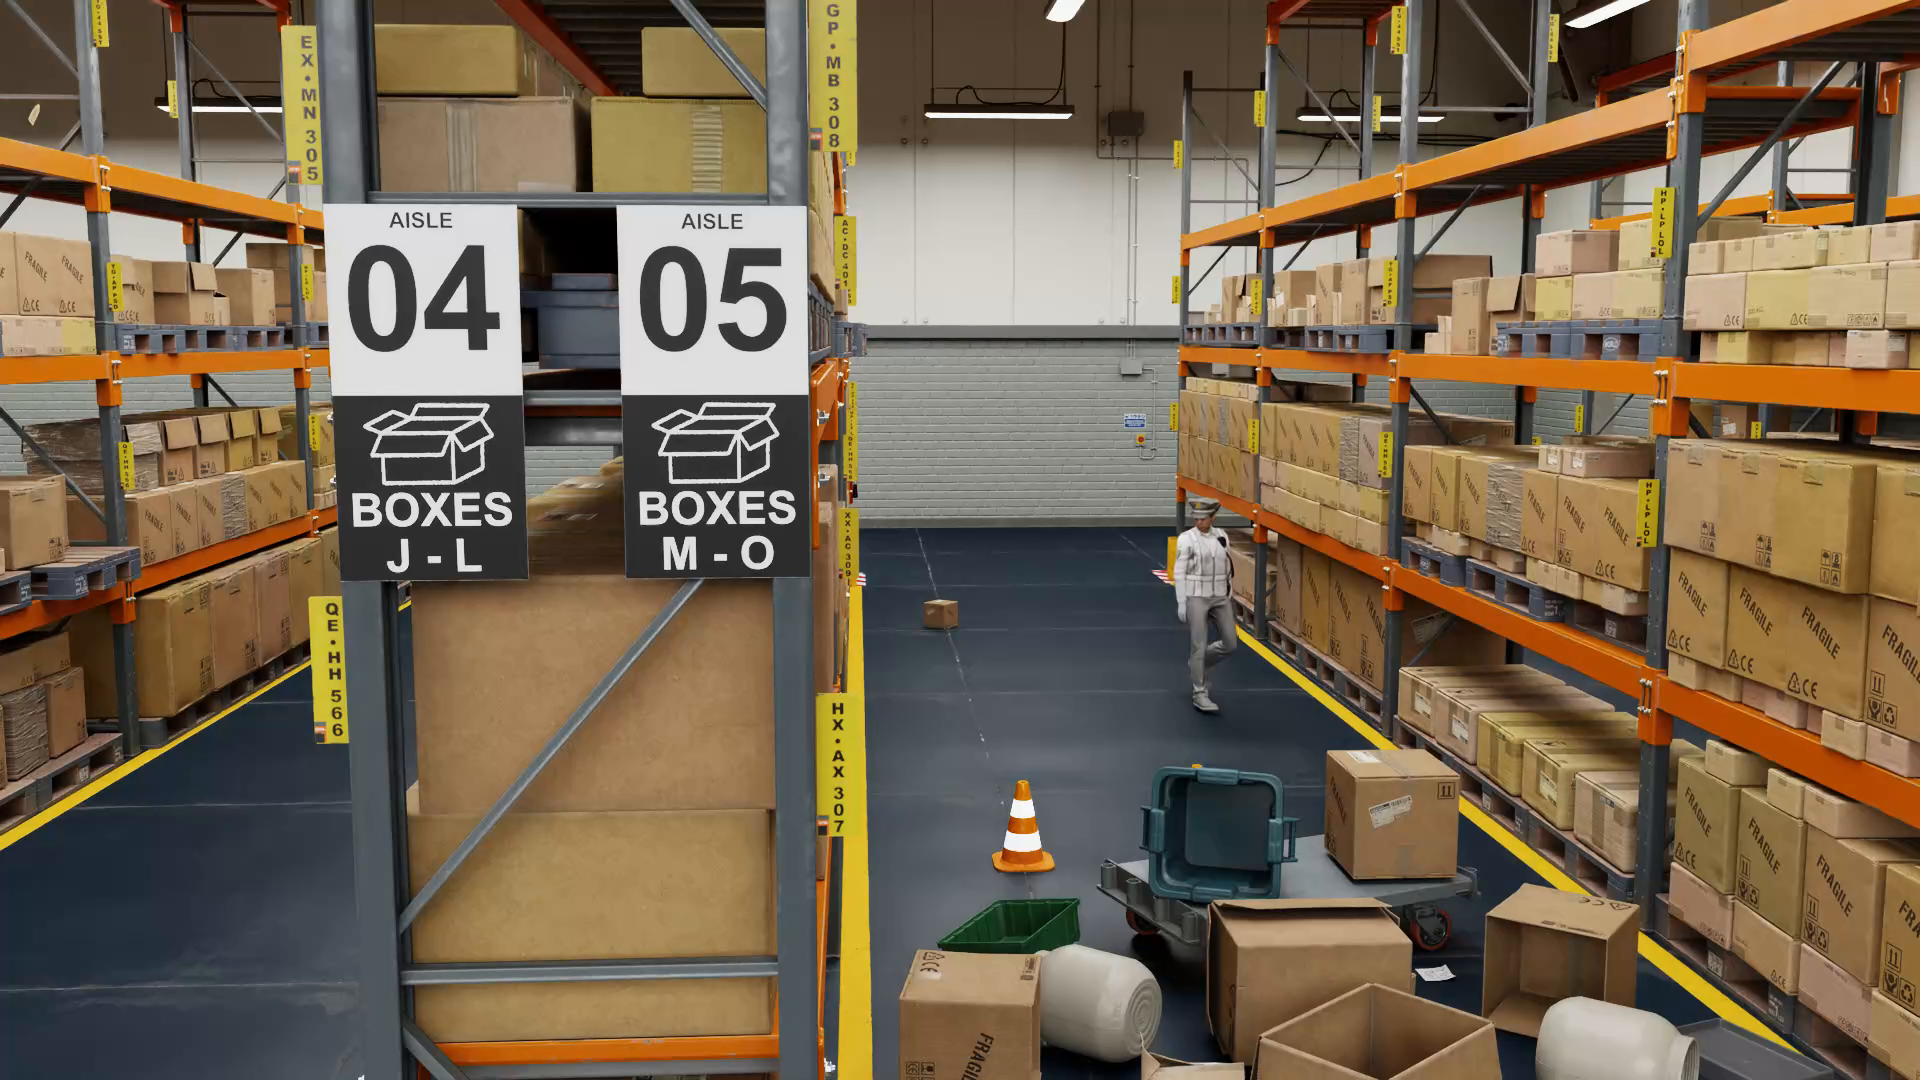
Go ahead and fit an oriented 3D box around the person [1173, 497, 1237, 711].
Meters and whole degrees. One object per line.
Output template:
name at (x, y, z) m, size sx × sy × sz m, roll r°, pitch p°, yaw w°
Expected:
person at (1.932, 0.484, 13.127) m, size 0.504 × 1.660 × 0.564 m, roll -3°, pitch 7°, yaw -21°
